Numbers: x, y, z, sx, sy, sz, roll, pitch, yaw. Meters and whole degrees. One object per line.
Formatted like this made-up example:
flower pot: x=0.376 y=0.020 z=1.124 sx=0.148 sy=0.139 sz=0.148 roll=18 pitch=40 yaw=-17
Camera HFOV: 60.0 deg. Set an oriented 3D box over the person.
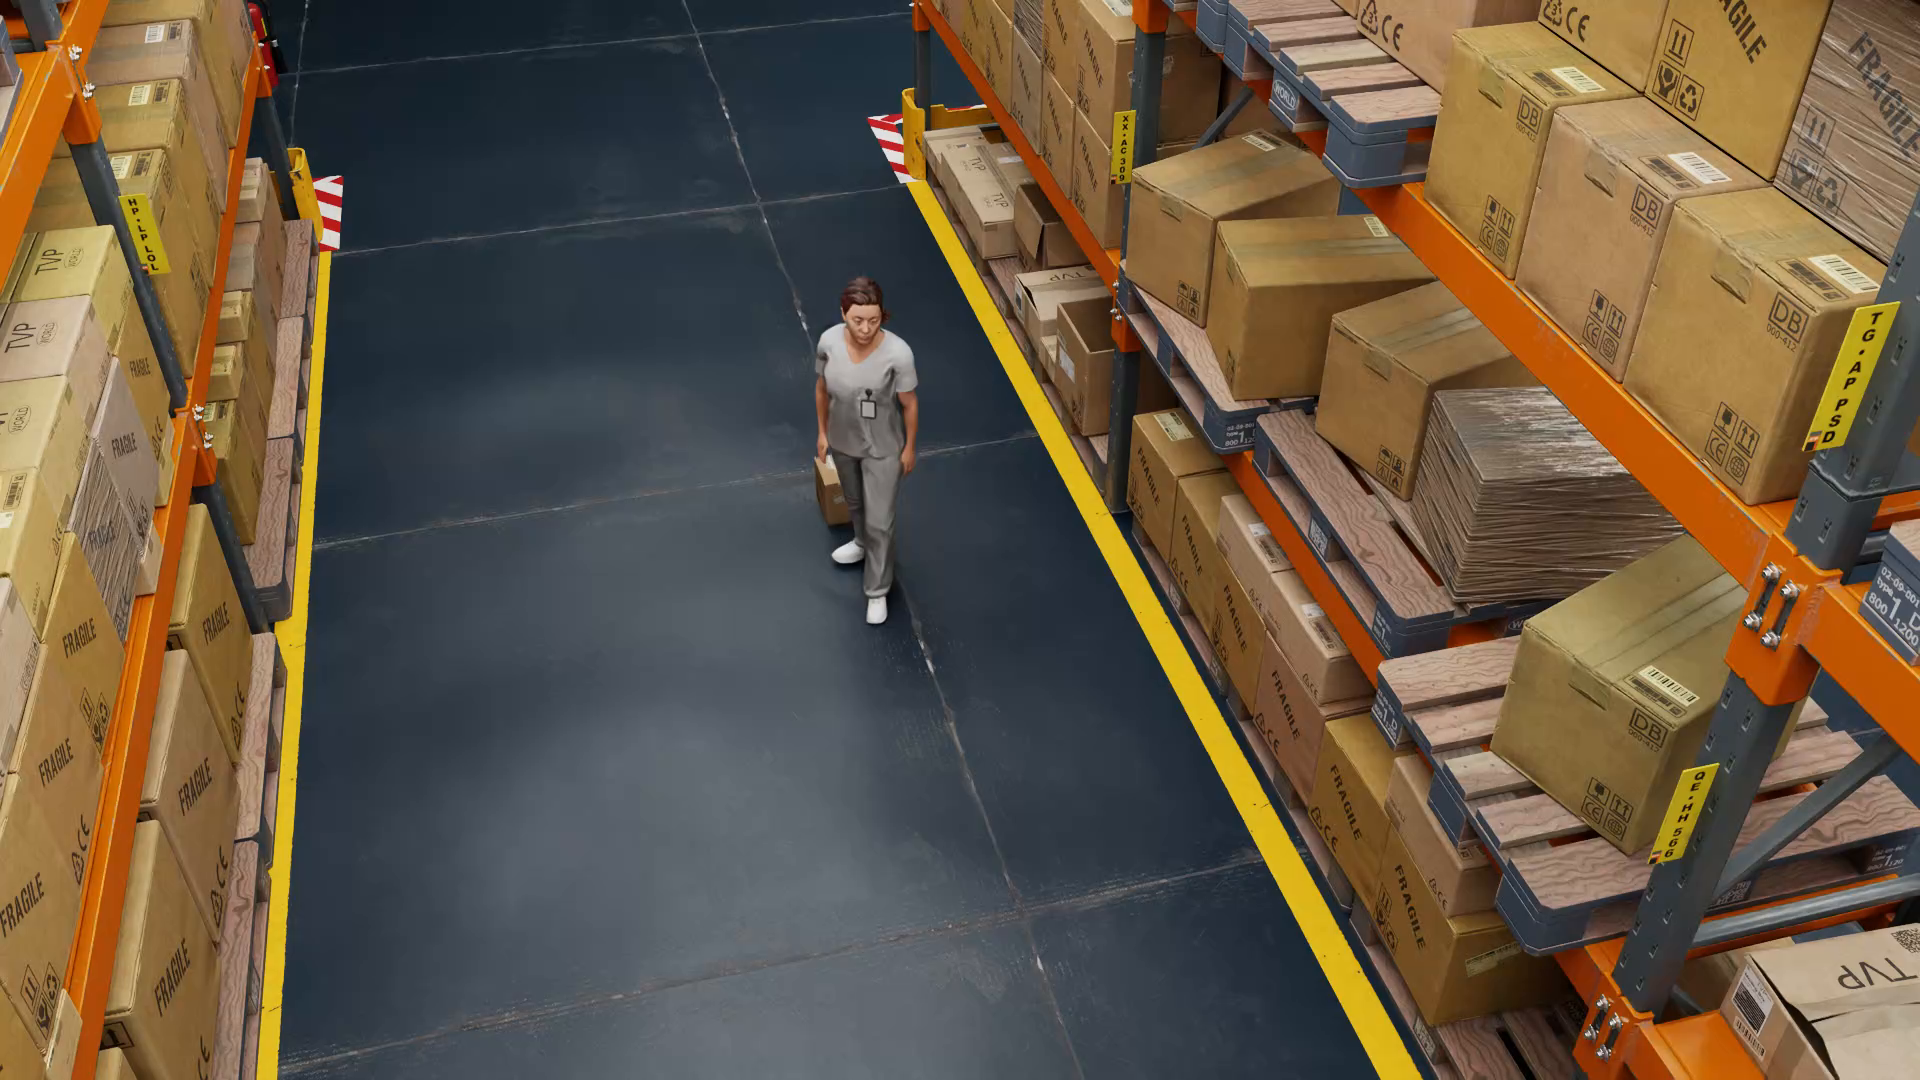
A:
person: x=-0.406 y=-0.442 z=7.282 sx=0.484 sy=1.661 sz=0.568 roll=14 pitch=40 yaw=17
